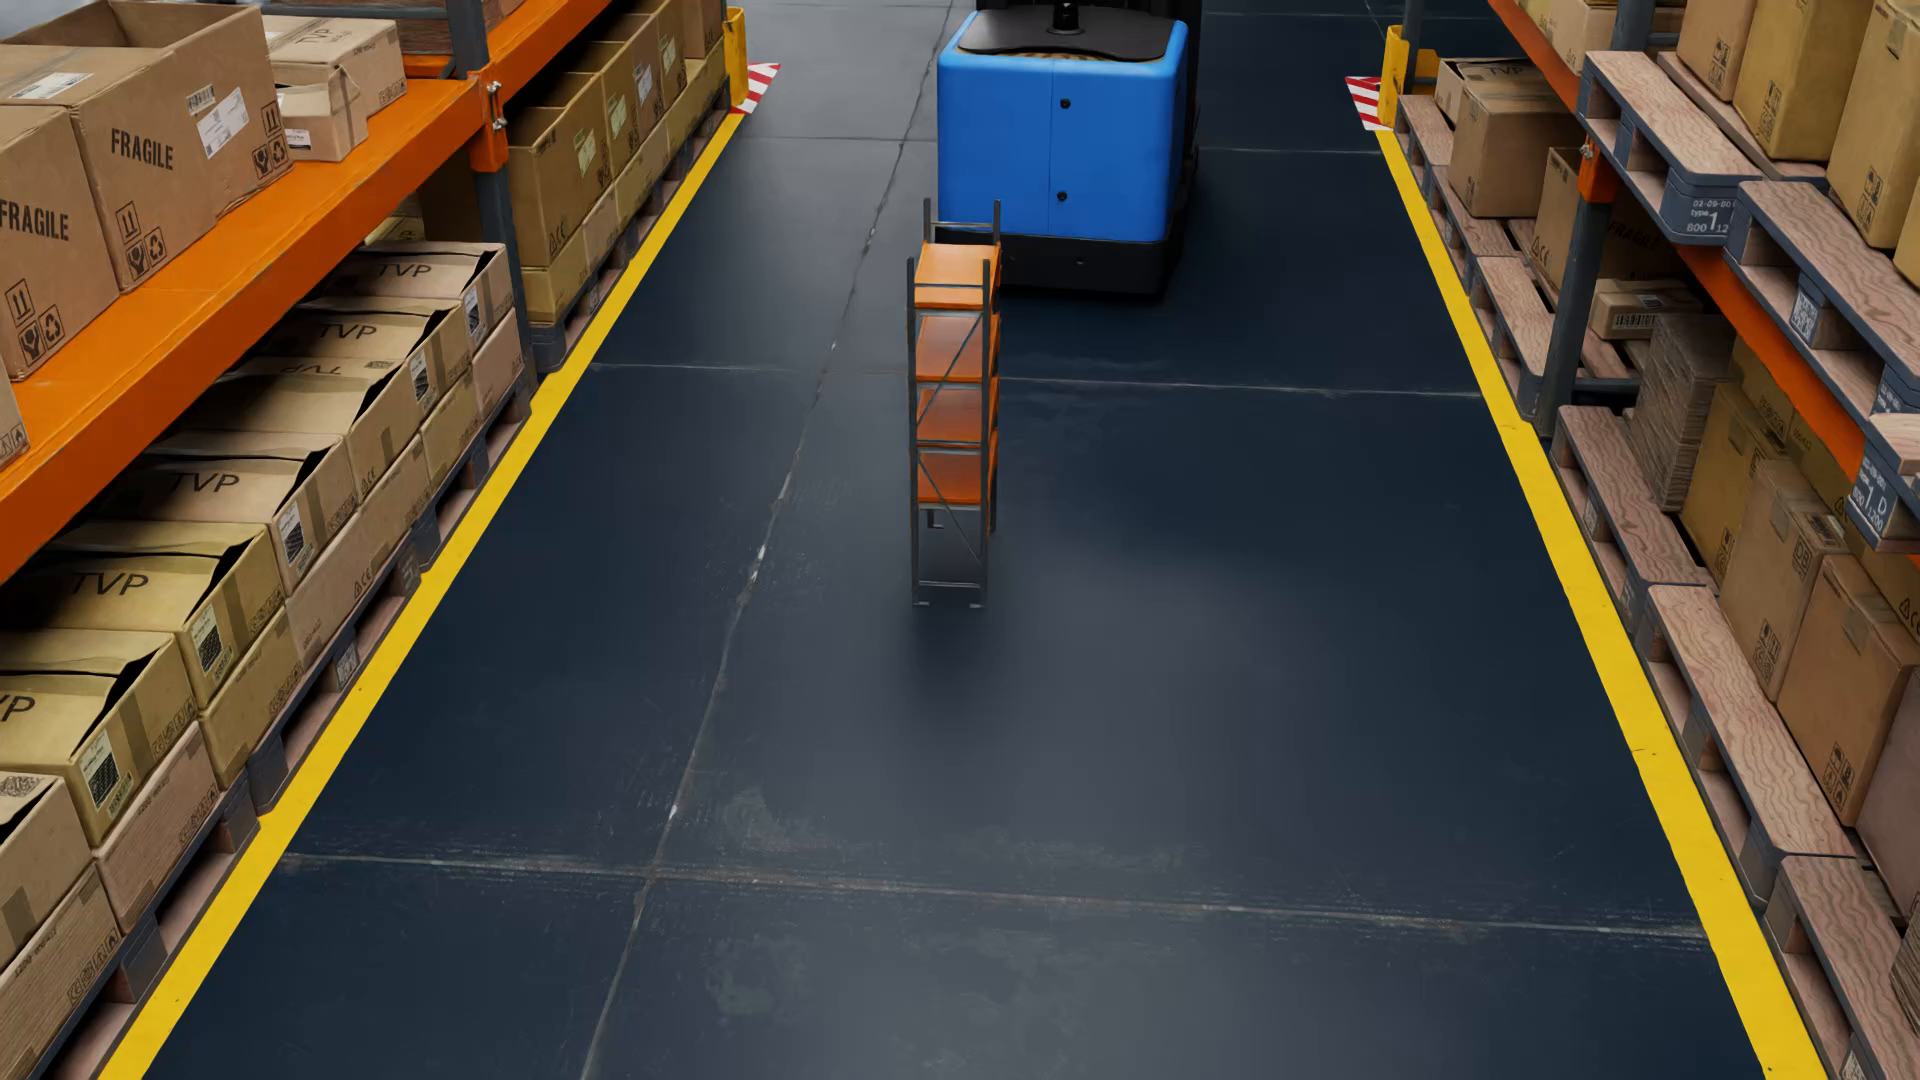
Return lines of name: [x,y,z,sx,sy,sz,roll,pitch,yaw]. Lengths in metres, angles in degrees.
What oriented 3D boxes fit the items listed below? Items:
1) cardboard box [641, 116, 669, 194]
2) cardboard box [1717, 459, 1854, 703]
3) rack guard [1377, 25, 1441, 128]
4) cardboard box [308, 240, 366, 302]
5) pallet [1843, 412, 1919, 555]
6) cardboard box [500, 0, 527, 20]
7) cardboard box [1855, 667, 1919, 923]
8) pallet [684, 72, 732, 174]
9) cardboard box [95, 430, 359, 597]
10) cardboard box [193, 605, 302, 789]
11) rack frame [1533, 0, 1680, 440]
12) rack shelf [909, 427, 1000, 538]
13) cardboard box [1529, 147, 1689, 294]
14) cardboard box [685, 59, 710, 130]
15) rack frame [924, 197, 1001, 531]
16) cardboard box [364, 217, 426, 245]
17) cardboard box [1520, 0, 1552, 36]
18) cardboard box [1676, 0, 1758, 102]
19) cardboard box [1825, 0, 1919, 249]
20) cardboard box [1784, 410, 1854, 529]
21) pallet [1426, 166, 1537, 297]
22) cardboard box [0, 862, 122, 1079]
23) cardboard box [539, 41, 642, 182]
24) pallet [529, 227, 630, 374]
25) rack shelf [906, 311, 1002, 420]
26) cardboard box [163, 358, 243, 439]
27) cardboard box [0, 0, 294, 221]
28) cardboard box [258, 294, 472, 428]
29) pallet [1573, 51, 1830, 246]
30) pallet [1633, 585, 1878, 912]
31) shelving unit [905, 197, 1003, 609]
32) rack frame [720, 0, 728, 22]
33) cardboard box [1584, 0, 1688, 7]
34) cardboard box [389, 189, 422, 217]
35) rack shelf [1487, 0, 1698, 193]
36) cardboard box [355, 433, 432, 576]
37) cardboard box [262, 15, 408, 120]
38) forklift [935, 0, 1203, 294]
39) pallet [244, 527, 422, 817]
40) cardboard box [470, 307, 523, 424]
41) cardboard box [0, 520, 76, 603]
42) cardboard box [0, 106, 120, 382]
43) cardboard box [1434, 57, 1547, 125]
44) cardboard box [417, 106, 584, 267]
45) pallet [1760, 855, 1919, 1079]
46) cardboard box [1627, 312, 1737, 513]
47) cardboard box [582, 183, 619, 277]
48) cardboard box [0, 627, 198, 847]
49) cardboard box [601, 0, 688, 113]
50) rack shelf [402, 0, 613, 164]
cardboard box: [-1.746,-1.905,8.203,0.500,0.250,0.500,2,32,4]
cardboard box: [2.608,0.126,4.649,0.700,0.500,0.500,3,32,5]
rack guard: [3.044,-2.661,9.592,1.175,0.500,0.348,2,32,4]
cardboard box: [-2.495,-0.925,6.077,0.500,0.311,0.500,3,32,4]
pallet: [2.351,0.123,2.875,1.213,0.211,1.003,2,32,4]
cardboard box: [-2.146,-2.434,6.745,0.700,0.500,0.500,2,32,3]
cardboard box: [2.564,0.652,3.796,0.700,0.500,0.500,2,32,4]
pallet: [-1.907,-2.386,9.420,1.003,0.211,1.213,2,32,4]
cardboard box: [-2.083,-0.110,4.756,0.500,0.311,0.500,2,32,3]
cardboard box: [-2.127,0.404,4.456,0.500,0.250,0.500,2,32,3]
rack frame: [2.725,-1.673,5.606,1.000,3.000,0.127,2,32,4]
rack shelf: [-0.013,-0.198,5.434,0.258,0.148,0.480,2,32,4]
cardboard box: [2.770,-1.341,7.030,0.500,0.500,0.500,0,32,0]
cardboard box: [-1.665,-2.428,9.051,0.500,0.250,0.500,2,32,4]
rack frame: [0.006,-0.552,5.502,0.240,1.200,0.015,2,32,4]
cardboard box: [-2.393,-1.143,6.966,0.500,0.250,0.500,2,32,4]
cardboard box: [2.510,-2.139,6.486,0.500,0.250,0.500,3,32,4]
cardboard box: [2.650,-1.639,5.035,0.700,0.500,0.500,3,32,4]
cardboard box: [2.574,-1.001,4.001,0.700,0.500,0.500,7,32,11]
cardboard box: [2.611,-0.228,4.509,0.500,0.250,0.500,2,32,3]
pallet: [2.841,-1.479,7.948,1.003,0.211,1.213,2,32,4]
cardboard box: [-2.203,0.939,3.588,0.500,0.250,0.500,2,32,4]
cardboard box: [-1.782,-1.963,7.581,0.500,0.500,0.500,2,32,4]
pallet: [-2.106,-1.110,7.350,1.003,0.211,1.213,2,32,4]
rack shelf: [-0.013,-0.557,5.213,0.258,0.148,0.480,2,32,4]
cardboard box: [-2.581,-0.392,5.214,0.500,0.311,0.500,1,32,2]
cardboard box: [-2.334,-1.249,4.823,0.500,0.500,0.500,5,32,8]
cardboard box: [-1.996,-0.634,5.605,0.500,0.311,0.500,3,32,5]
pallet: [2.518,-1.198,5.018,1.003,0.211,1.213,2,32,4]
pallet: [2.566,0.560,4.639,1.003,0.211,1.213,2,32,4]
shelving unit: [-0.013,-0.424,5.295,0.258,1.200,0.503,2,32,4]
rack frame: [-1.887,-3.975,9.341,1.000,3.000,0.127,2,32,4]
cardboard box: [2.455,-2.198,5.866,0.500,0.500,0.500,2,32,4]
cardboard box: [-2.340,-1.723,7.193,0.500,0.500,0.500,2,32,4]
rack shelf: [2.888,-2.413,7.492,1.077,0.370,4.000,2,32,4]
cardboard box: [-2.042,-0.130,5.323,0.500,0.250,0.500,3,32,5]
cardboard box: [-2.209,-1.560,5.565,0.500,0.250,0.500,4,32,7]
forklift: [0.666,-3.099,7.985,1.130,2.935,3.031,6,32,9]
pallet: [-2.330,0.331,5.012,1.003,0.211,1.213,2,32,4]
cardboard box: [-1.957,-0.662,6.186,0.500,0.250,0.500,2,32,4]
cardboard box: [-2.661,0.141,4.348,0.500,0.311,0.500,2,32,4]
cardboard box: [-2.418,-0.712,3.951,0.500,0.500,0.500,1,32,1]
cardboard box: [2.905,-2.450,9.010,0.500,0.311,0.500,-1,32,-2]
cardboard box: [-1.863,-1.440,6.733,0.500,0.500,0.500,2,32,4]
pallet: [2.464,1.197,3.607,1.003,0.211,1.213,2,32,4]
cardboard box: [2.682,-0.411,5.521,0.700,0.500,0.500,3,32,6]
cardboard box: [-1.827,-1.382,7.354,0.500,0.250,0.500,2,32,4]
cardboard box: [-2.169,0.425,3.887,0.500,0.311,0.500,2,32,3]
cardboard box: [-1.701,-2.486,8.430,0.500,0.500,0.500,2,32,4]
rack shelf: [-2.050,-2.623,7.832,1.077,0.370,4.000,2,32,4]
